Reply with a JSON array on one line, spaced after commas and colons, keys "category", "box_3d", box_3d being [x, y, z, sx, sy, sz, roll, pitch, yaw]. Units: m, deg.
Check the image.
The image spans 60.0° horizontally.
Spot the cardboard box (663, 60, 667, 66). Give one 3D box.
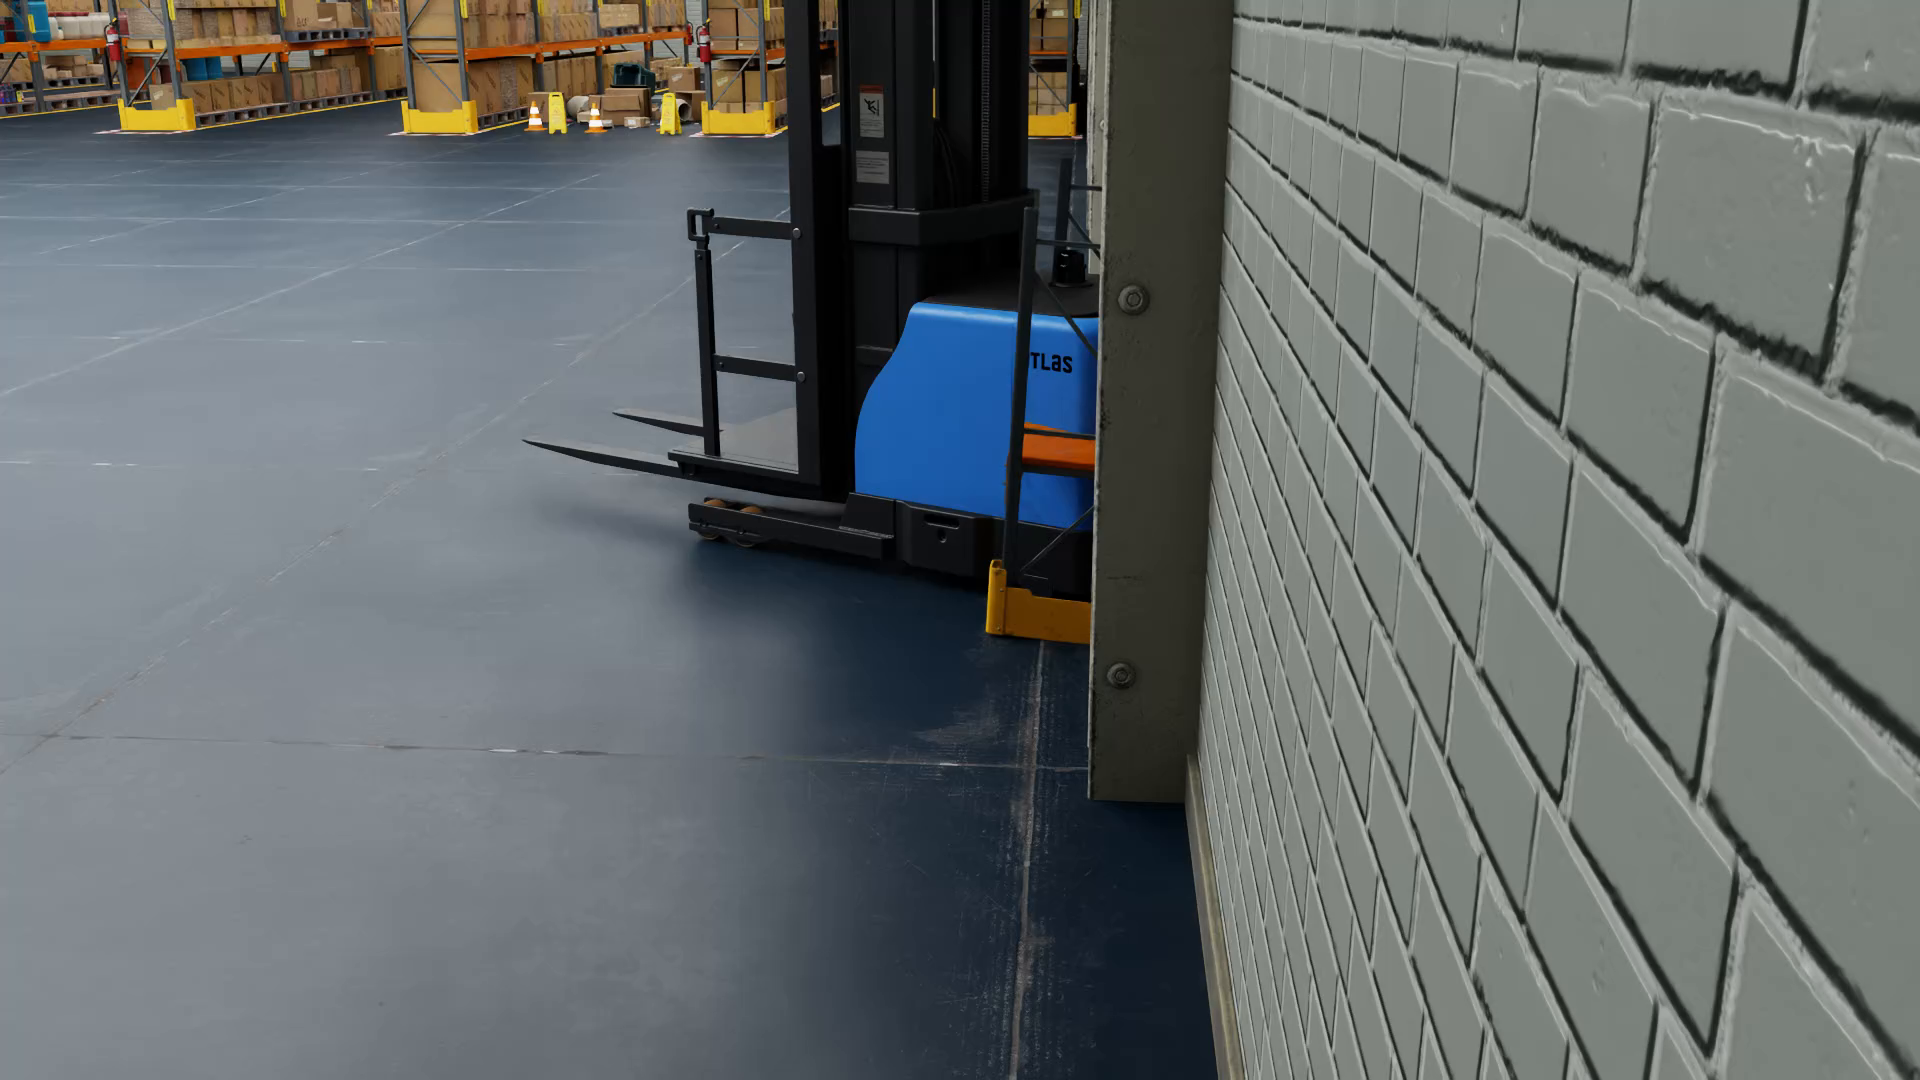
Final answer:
[{"category": "cardboard box", "box_3d": [-7.366, -11.640, 40.577, 0.380, 0.149, 0.250, 1, 18, 4]}]

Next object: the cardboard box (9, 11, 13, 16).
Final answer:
[{"category": "cardboard box", "box_3d": [-22.775, -12.498, 40.087, 0.500, 0.500, 0.500, 2, 18, 5]}]

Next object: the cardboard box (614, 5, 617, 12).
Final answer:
[{"category": "cardboard box", "box_3d": [-7.702, -11.593, 36.259, 0.380, 0.149, 0.250, 2, 18, 6]}]

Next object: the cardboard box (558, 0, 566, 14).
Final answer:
[{"category": "cardboard box", "box_3d": [-8.169, -10.591, 32.661, 0.700, 0.500, 0.500, 1, 18, 3]}]

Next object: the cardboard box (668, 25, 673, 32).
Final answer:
[{"category": "cardboard box", "box_3d": [-7.291, -12.625, 41.038, 0.380, 0.149, 0.250, 0, 18, 1]}]

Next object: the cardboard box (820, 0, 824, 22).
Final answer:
[{"category": "cardboard box", "box_3d": [-2.933, -10.357, 32.402, 0.500, 0.500, 0.500, 1, 18, 2]}]

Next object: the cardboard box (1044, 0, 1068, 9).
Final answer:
[{"category": "cardboard box", "box_3d": [1.538, -8.606, 26.690, 0.380, 0.149, 0.250, 1, 18, 3]}]

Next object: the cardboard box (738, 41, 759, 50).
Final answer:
[{"category": "cardboard box", "box_3d": [-3.419, -8.100, 27.230, 0.380, 0.149, 0.250, 1, 18, 4]}]

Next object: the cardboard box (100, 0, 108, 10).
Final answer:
[{"category": "cardboard box", "box_3d": [-22.061, -13.753, 42.311, 0.500, 0.500, 0.500, 2, 18, 5]}]

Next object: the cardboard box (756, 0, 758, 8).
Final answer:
[{"category": "cardboard box", "box_3d": [-3.679, -9.416, 28.598, 0.700, 0.500, 0.500, 1, 18, 4]}]

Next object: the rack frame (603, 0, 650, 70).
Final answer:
[{"category": "rack frame", "box_3d": [-7.735, -11.925, 38.499, 1.000, 3.000, 0.127, 1, 18, 4]}]

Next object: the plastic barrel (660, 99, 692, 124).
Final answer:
[{"category": "plastic barrel", "box_3d": [-5.012, -7.570, 29.345, 0.512, 0.421, 0.421, 17, 25, 41]}]

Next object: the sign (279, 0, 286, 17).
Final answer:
[{"category": "sign", "box_3d": [-12.706, -9.984, 31.185, 0.100, 0.325, 0.005, 1, 18, 4]}]

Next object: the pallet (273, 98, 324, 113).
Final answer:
[{"category": "pallet", "box_3d": [-13.194, -8.499, 32.522, 1.003, 0.211, 1.213, 1, 18, 4]}]

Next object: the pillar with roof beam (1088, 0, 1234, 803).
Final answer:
[{"category": "pillar with roof beam", "box_3d": [-3.765, -3.698, 3.758, 9.100, 9.000, 0.400, 1, 18, 4]}]

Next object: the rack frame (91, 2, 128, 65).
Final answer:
[{"category": "rack frame", "box_3d": [-22.268, -13.532, 43.402, 1.000, 3.000, 0.127, 1, 18, 4]}]

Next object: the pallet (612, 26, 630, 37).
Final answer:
[{"category": "pallet", "box_3d": [-7.920, -11.207, 36.616, 1.003, 0.211, 1.213, 1, 18, 4]}]

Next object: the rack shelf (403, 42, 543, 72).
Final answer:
[{"category": "rack shelf", "box_3d": [-8.451, -8.477, 29.132, 1.077, 0.370, 4.000, 1, 18, 4]}]

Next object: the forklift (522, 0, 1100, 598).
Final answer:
[{"category": "forklift", "box_3d": [-0.538, -1.492, 6.769, 3.031, 2.935, 1.130, 10, 21, 29]}]

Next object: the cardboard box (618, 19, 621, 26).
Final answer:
[{"category": "cardboard box", "box_3d": [-7.675, -11.390, 36.595, 0.380, 0.149, 0.250, 1, 18, 2]}]

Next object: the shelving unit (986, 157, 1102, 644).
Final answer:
[{"category": "shelving unit", "box_3d": [0.505, -0.532, 6.033, 0.587, 1.500, 1.083, 6, 23, 8]}]

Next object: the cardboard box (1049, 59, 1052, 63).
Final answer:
[{"category": "cardboard box", "box_3d": [1.773, -10.220, 35.594, 0.380, 0.149, 0.250, 2, 18, 6]}]

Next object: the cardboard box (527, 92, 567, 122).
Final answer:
[{"category": "cardboard box", "box_3d": [-7.396, -7.749, 29.764, 0.500, 0.500, 0.500, 4, 19, 13]}]

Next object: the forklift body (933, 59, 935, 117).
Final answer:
[{"category": "forklift body", "box_3d": [-0.383, -8.236, 28.602, 2.313, 2.155, 1.214, 1, 18, 4]}]

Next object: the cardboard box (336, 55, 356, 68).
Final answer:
[{"category": "cardboard box", "box_3d": [-12.979, -9.993, 34.708, 0.500, 0.250, 0.500, 2, 18, 6]}]

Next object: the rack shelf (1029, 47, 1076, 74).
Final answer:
[{"category": "rack shelf", "box_3d": [1.444, -8.288, 28.556, 1.077, 0.370, 4.000, 1, 18, 4]}]

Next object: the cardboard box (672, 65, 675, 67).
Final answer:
[{"category": "cardboard box", "box_3d": [-7.261, -11.661, 41.118, 0.380, 0.149, 0.250, 2, 18, 5]}]

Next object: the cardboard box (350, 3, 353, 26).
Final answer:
[{"category": "cardboard box", "box_3d": [-12.960, -10.903, 34.546, 0.500, 0.500, 0.500, -1, 18, -3]}]

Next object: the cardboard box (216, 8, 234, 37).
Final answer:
[{"category": "cardboard box", "box_3d": [-13.425, -9.166, 29.442, 0.875, 0.500, 0.500, 1, 18, 4]}]

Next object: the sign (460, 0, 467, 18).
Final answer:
[{"category": "sign", "box_3d": [-8.042, -8.633, 26.934, 0.100, 0.325, 0.005, 1, 18, 4]}]

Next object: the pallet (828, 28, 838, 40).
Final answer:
[{"category": "pallet", "box_3d": [-3.022, -10.289, 33.813, 1.213, 0.211, 1.003, 1, 18, 4]}]

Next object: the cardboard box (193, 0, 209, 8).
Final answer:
[{"category": "cardboard box", "box_3d": [-13.181, -9.324, 28.317, 0.500, 0.500, 0.500, 1, 18, 4]}]

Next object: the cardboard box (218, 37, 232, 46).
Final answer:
[{"category": "cardboard box", "box_3d": [-13.072, -8.768, 29.267, 0.380, 0.149, 0.250, 1, 18, 4]}]

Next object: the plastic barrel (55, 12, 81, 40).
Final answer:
[{"category": "plastic barrel", "box_3d": [-17.848, -10.278, 33.253, 0.433, 0.535, 0.433, 0, 18, 0]}]

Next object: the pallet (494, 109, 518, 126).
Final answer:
[{"category": "pallet", "box_3d": [-8.525, -7.501, 29.475, 1.003, 0.211, 1.213, 1, 18, 4]}]

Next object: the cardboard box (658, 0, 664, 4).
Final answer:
[{"category": "cardboard box", "box_3d": [-7.370, -13.041, 39.660, 0.500, 0.500, 0.500, 2, 18, 5]}]

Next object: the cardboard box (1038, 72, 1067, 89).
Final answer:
[{"category": "cardboard box", "box_3d": [1.524, -7.522, 27.198, 0.500, 0.250, 0.500, 1, 18, 3]}]

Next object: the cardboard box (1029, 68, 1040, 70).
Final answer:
[{"category": "cardboard box", "box_3d": [1.124, -8.000, 28.657, 0.500, 0.250, 0.500, 1, 18, 3]}]

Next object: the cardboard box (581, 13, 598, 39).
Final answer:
[{"category": "cardboard box", "box_3d": [-7.786, -10.584, 34.247, 0.500, 0.500, 0.500, 1, 18, 4]}]

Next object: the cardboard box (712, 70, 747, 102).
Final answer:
[{"category": "cardboard box", "box_3d": [-3.853, -7.623, 27.906, 0.500, 0.500, 0.500, 1, 18, 4]}]

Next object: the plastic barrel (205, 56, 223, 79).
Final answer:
[{"category": "plastic barrel", "box_3d": [-17.671, -11.211, 39.017, 0.600, 0.901, 0.708, 1, 18, 4]}]

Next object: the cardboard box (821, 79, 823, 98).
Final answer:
[{"category": "cardboard box", "box_3d": [-3.232, -8.914, 32.857, 0.950, 0.372, 0.625, 2, 18, 6]}]

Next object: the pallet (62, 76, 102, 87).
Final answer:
[{"category": "pallet", "box_3d": [-22.420, -11.557, 41.855, 1.003, 0.211, 1.213, 1, 18, 4]}]

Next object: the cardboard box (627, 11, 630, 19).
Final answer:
[{"category": "cardboard box", "box_3d": [-7.620, -11.775, 37.291, 0.380, 0.149, 0.250, 1, 18, 2]}]

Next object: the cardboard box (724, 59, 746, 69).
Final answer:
[{"category": "cardboard box", "box_3d": [-3.872, -8.125, 28.396, 0.380, 0.149, 0.250, 2, 18, 5]}]

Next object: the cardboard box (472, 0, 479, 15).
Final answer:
[{"category": "cardboard box", "box_3d": [-8.582, -9.070, 27.810, 0.875, 0.550, 0.550, 1, 18, 4]}]

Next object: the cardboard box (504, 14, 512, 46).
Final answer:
[{"category": "cardboard box", "box_3d": [-8.496, -9.060, 29.515, 0.875, 0.550, 0.550, 1, 18, 4]}]

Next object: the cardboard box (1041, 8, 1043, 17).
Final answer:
[{"category": "cardboard box", "box_3d": [1.222, -8.953, 28.228, 0.380, 0.149, 0.250, 1, 18, 4]}]

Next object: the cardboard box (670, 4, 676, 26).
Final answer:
[{"category": "cardboard box", "box_3d": [-7.292, -12.893, 40.816, 0.500, 0.500, 0.500, 1, 18, 4]}]

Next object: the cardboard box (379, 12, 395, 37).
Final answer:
[{"category": "cardboard box", "box_3d": [-12.620, -11.177, 36.057, 0.500, 0.500, 0.500, 1, 18, 2]}]

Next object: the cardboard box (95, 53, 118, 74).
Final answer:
[{"category": "cardboard box", "box_3d": [-22.062, -12.378, 43.191, 0.500, 0.500, 0.500, 1, 18, 4]}]
